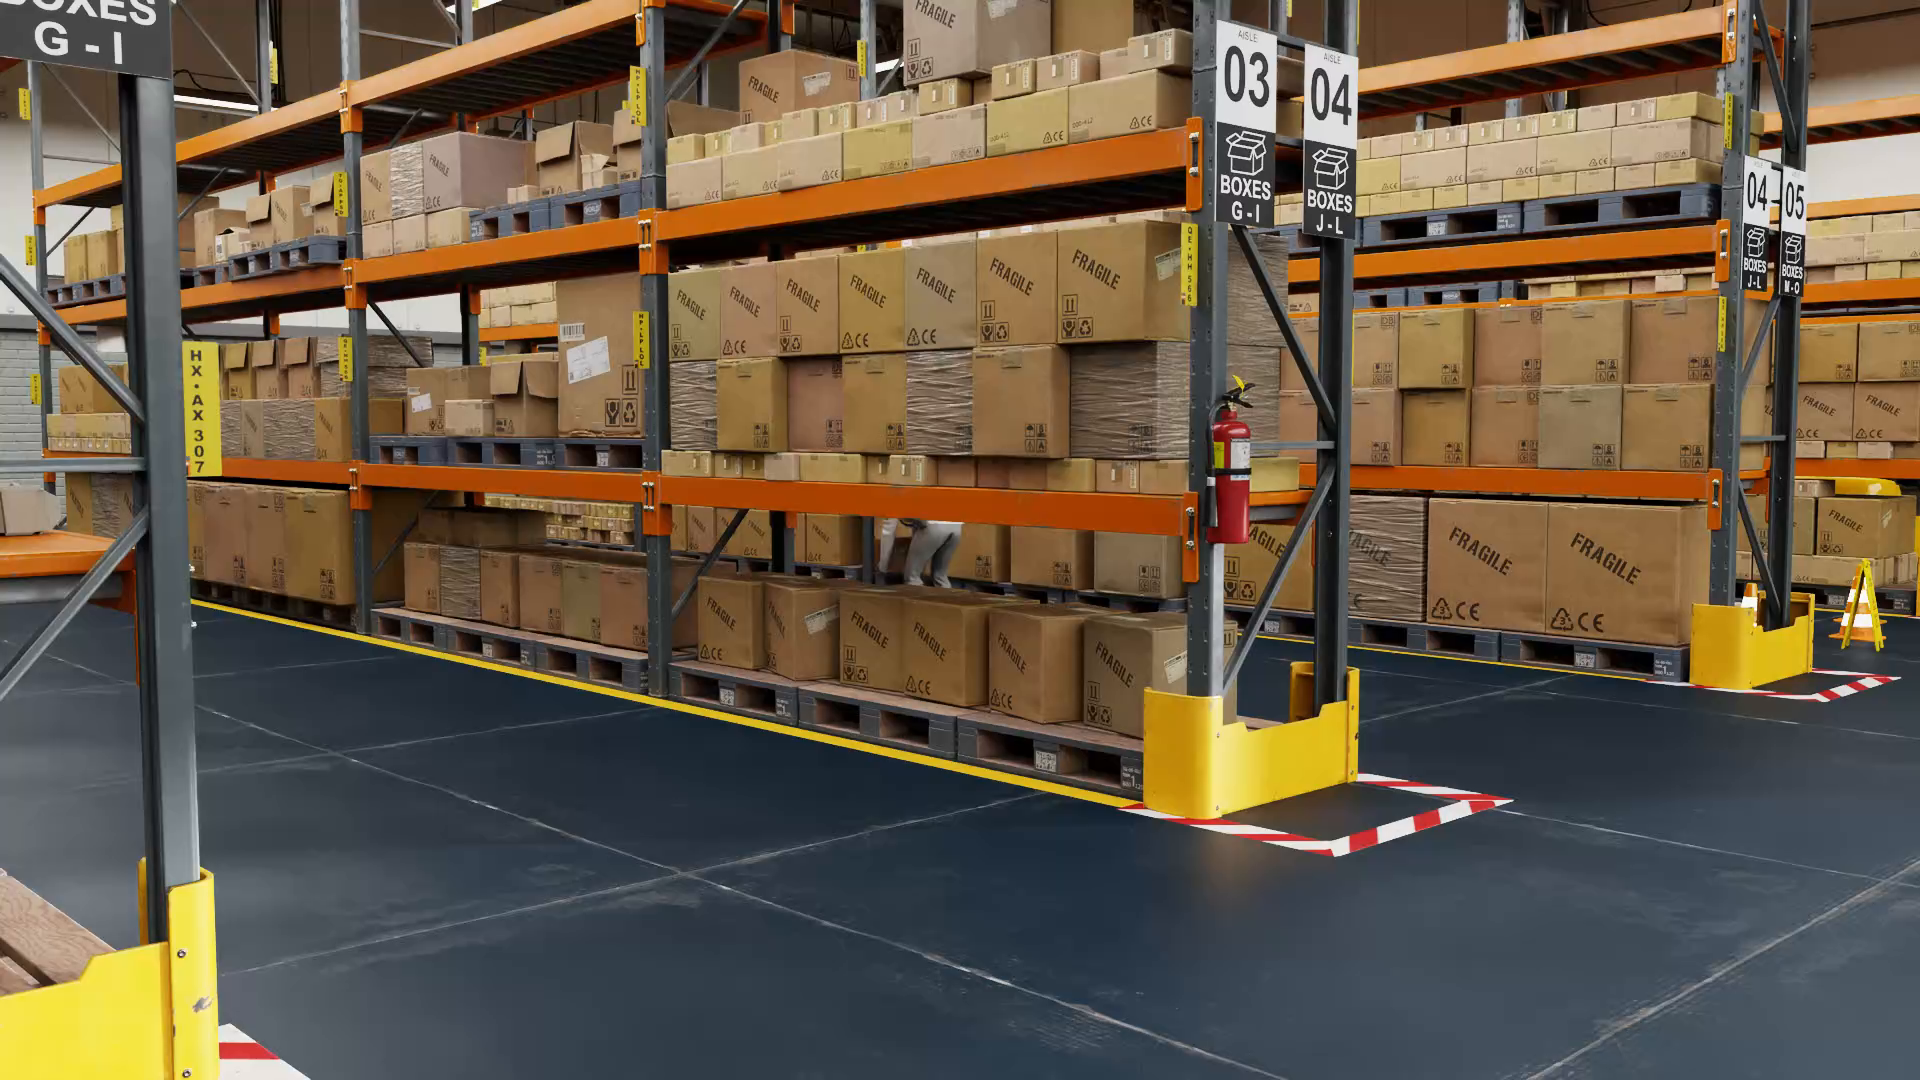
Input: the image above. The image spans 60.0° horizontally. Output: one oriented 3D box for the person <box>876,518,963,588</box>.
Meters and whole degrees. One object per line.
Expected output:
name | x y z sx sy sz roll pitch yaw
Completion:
person | -0.355 0.060 12.630 0.866 1.326 0.422 4 6 44
